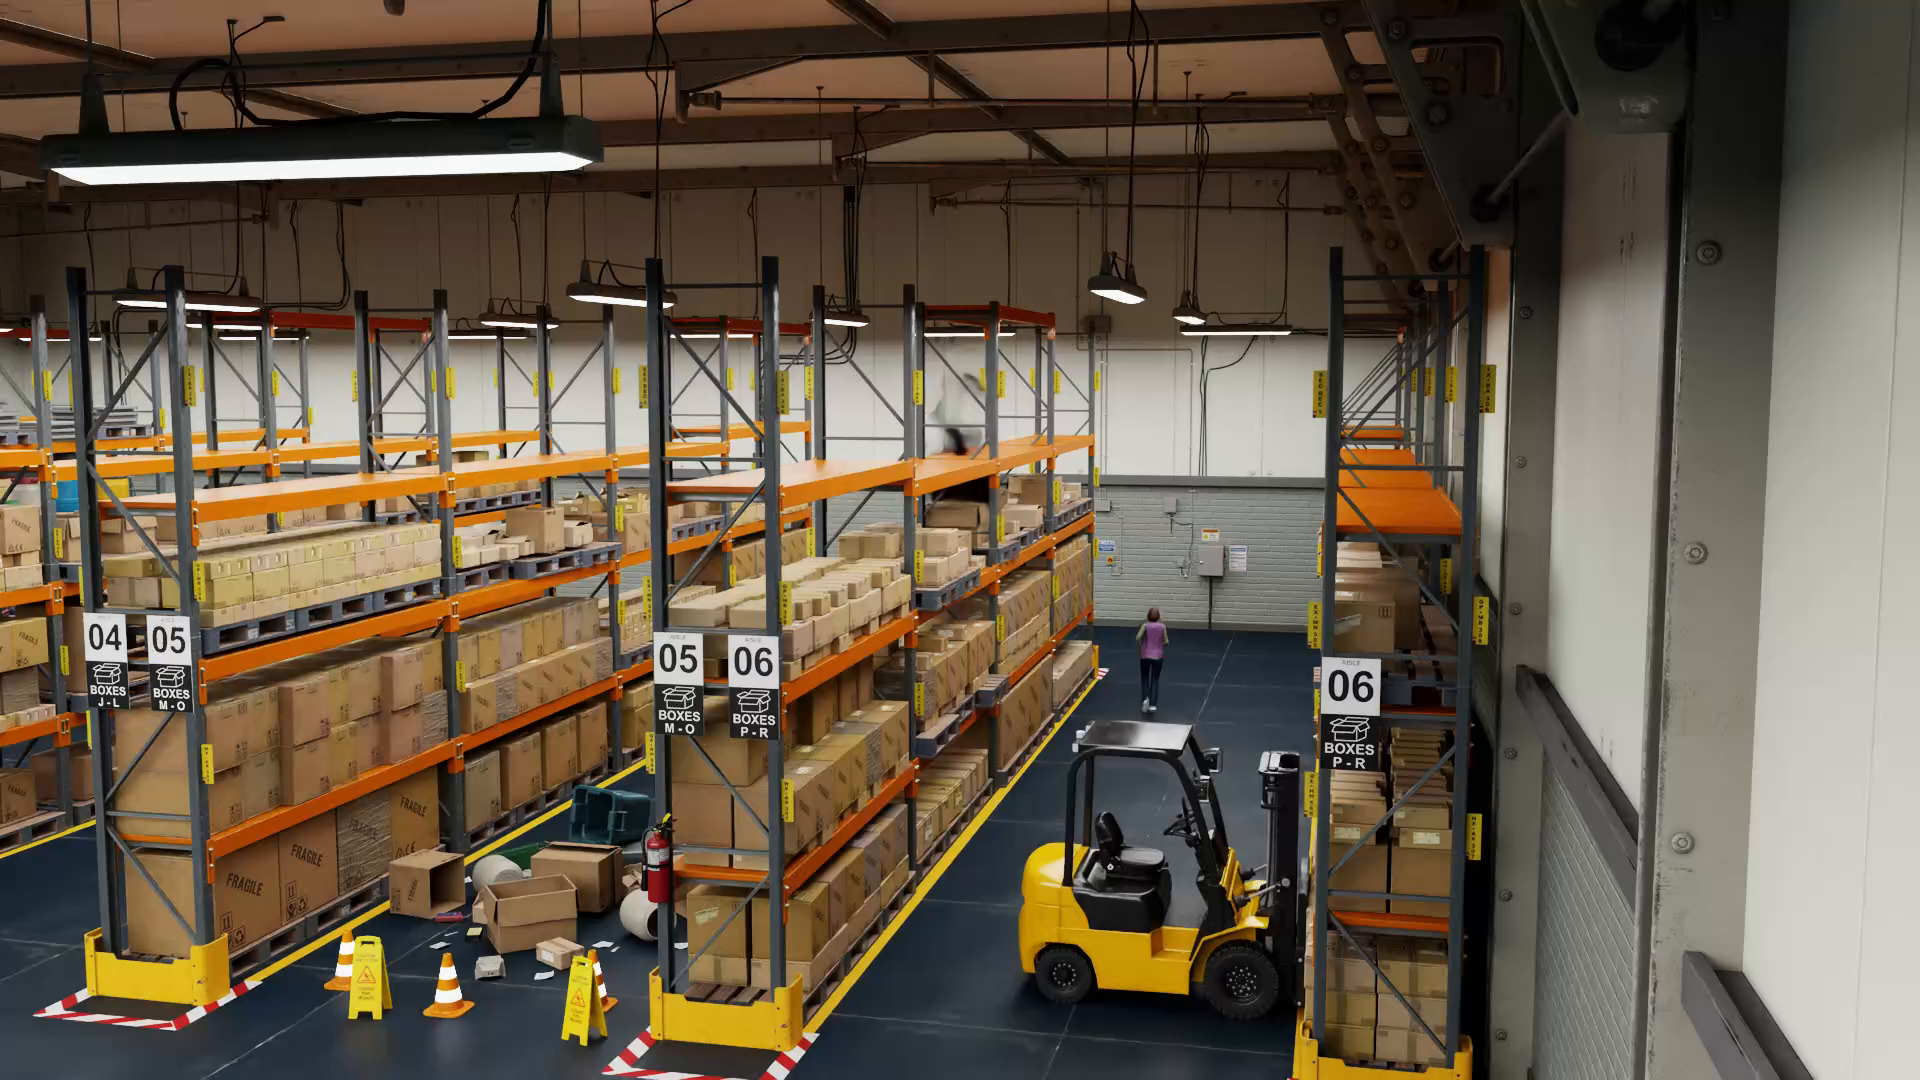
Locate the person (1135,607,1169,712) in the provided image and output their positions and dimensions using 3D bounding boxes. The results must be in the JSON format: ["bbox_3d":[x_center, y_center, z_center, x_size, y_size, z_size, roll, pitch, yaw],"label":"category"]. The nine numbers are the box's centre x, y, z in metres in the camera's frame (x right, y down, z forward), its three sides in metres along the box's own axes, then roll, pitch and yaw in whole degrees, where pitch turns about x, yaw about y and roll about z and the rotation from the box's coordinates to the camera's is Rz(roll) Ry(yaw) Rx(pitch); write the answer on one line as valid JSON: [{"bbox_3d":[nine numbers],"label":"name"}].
[{"bbox_3d":[2.908,1.833,25.198,0.513,1.627,0.702,1,6,5],"label":"person"}]
